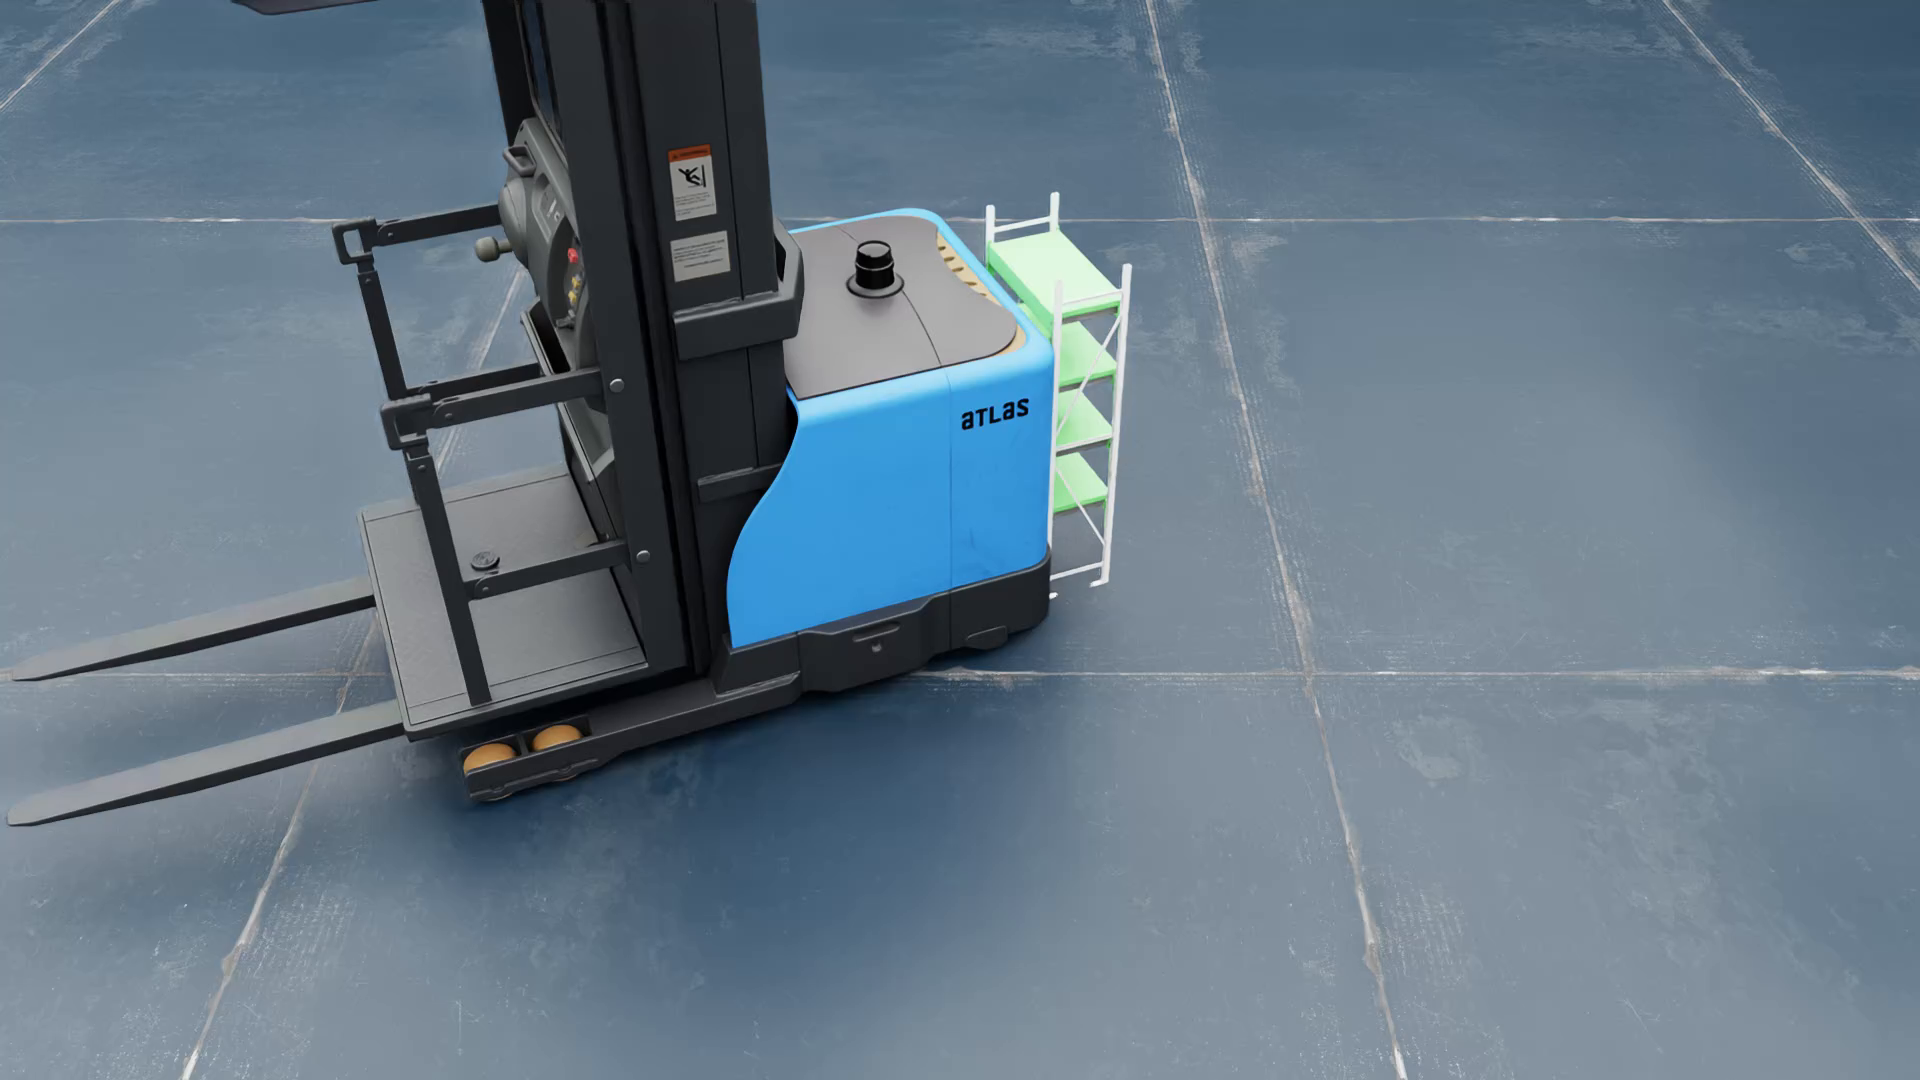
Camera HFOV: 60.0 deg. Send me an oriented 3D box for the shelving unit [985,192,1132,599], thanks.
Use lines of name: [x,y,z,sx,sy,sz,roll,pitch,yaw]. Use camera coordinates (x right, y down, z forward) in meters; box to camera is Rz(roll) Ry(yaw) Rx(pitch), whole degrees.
shelving unit: [0.289,-0.442,5.342,0.258,1.200,0.503,-15,41,-18]

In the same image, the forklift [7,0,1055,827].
forklift: [-1.280,-0.767,4.364,3.031,2.935,1.130,-15,41,-18]

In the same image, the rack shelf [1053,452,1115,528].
rack shelf: [0.289,-0.205,5.531,0.258,0.148,0.480,-15,41,-18]

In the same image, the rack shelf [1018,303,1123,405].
rack shelf: [0.289,-0.579,5.231,0.258,0.148,0.480,-15,41,-18]

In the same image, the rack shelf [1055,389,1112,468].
rack shelf: [0.289,-0.392,5.381,0.258,0.148,0.480,-15,41,-18]

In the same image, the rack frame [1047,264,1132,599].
rack frame: [0.384,-0.301,5.166,0.240,1.200,0.015,-15,41,-18]

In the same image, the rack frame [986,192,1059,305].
rack frame: [0.194,-0.582,5.517,0.240,1.200,0.015,-15,41,-18]

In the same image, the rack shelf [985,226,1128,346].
rack shelf: [0.290,-0.767,5.081,0.258,0.148,0.480,-15,41,-18]
